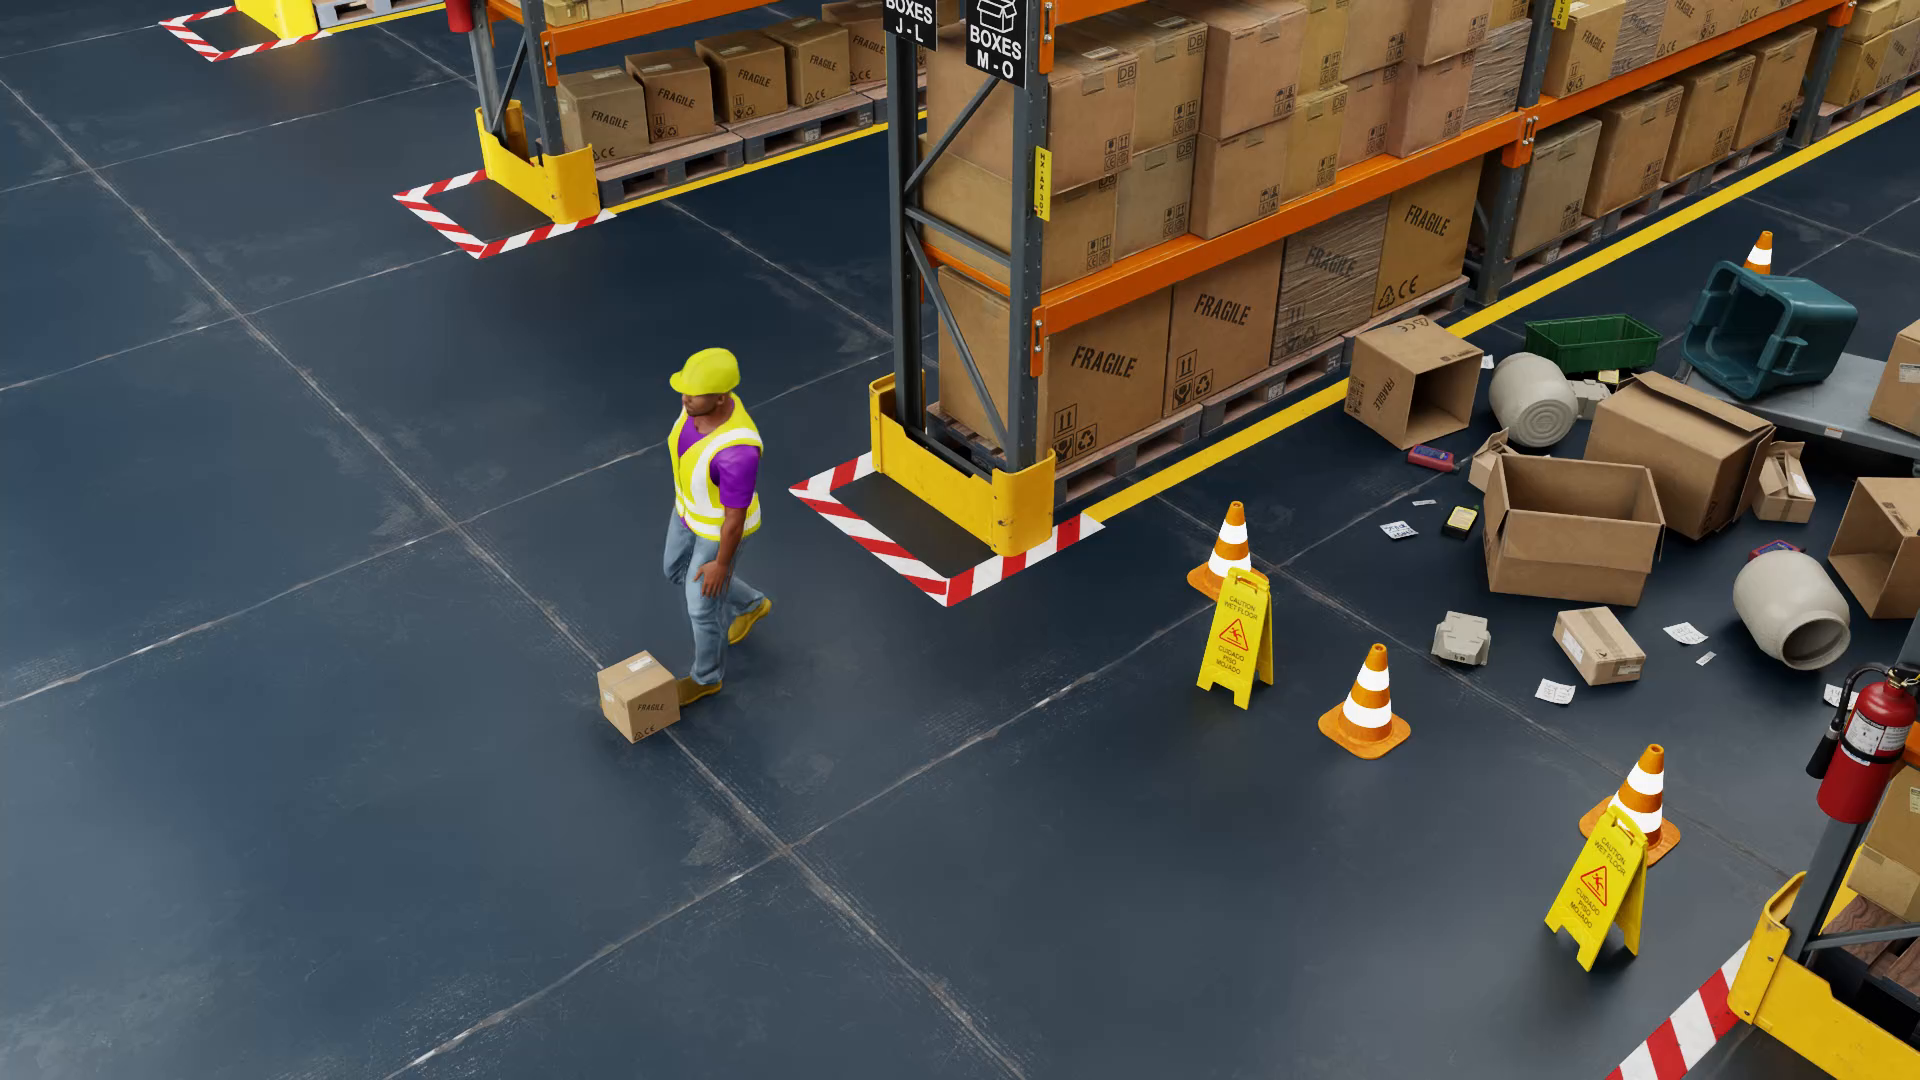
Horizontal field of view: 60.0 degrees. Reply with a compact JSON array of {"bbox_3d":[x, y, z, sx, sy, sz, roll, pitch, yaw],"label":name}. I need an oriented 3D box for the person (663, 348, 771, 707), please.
[{"bbox_3d":[-1.082,-0.064,7.164,0.674,1.755,0.607,-21,41,-27],"label":"person"}]
